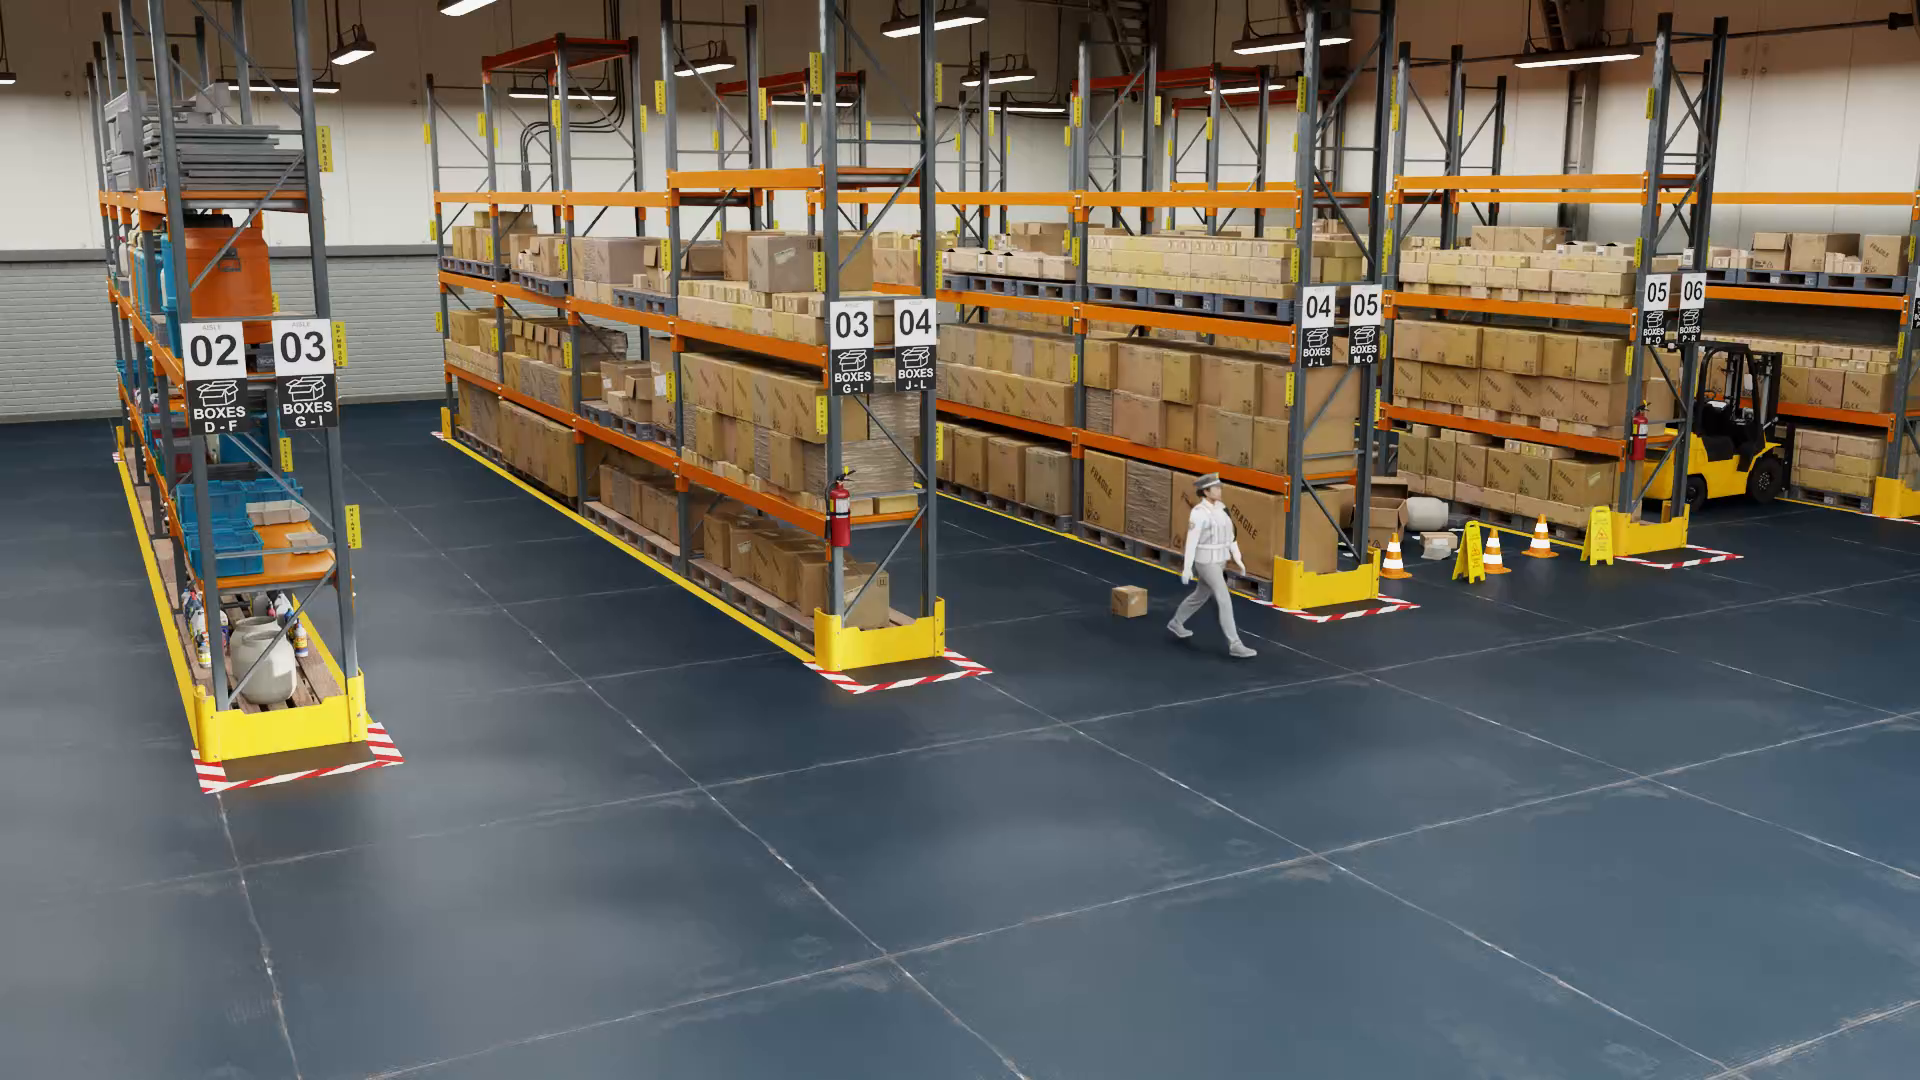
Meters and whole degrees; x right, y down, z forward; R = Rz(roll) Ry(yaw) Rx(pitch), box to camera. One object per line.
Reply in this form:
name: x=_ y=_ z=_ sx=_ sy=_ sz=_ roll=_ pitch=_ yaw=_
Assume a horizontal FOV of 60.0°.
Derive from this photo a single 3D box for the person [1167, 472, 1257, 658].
person: x=2.303 y=0.185 z=14.997 sx=1.031 sy=1.631 sz=0.508 roll=9 pitch=15 yaw=37
